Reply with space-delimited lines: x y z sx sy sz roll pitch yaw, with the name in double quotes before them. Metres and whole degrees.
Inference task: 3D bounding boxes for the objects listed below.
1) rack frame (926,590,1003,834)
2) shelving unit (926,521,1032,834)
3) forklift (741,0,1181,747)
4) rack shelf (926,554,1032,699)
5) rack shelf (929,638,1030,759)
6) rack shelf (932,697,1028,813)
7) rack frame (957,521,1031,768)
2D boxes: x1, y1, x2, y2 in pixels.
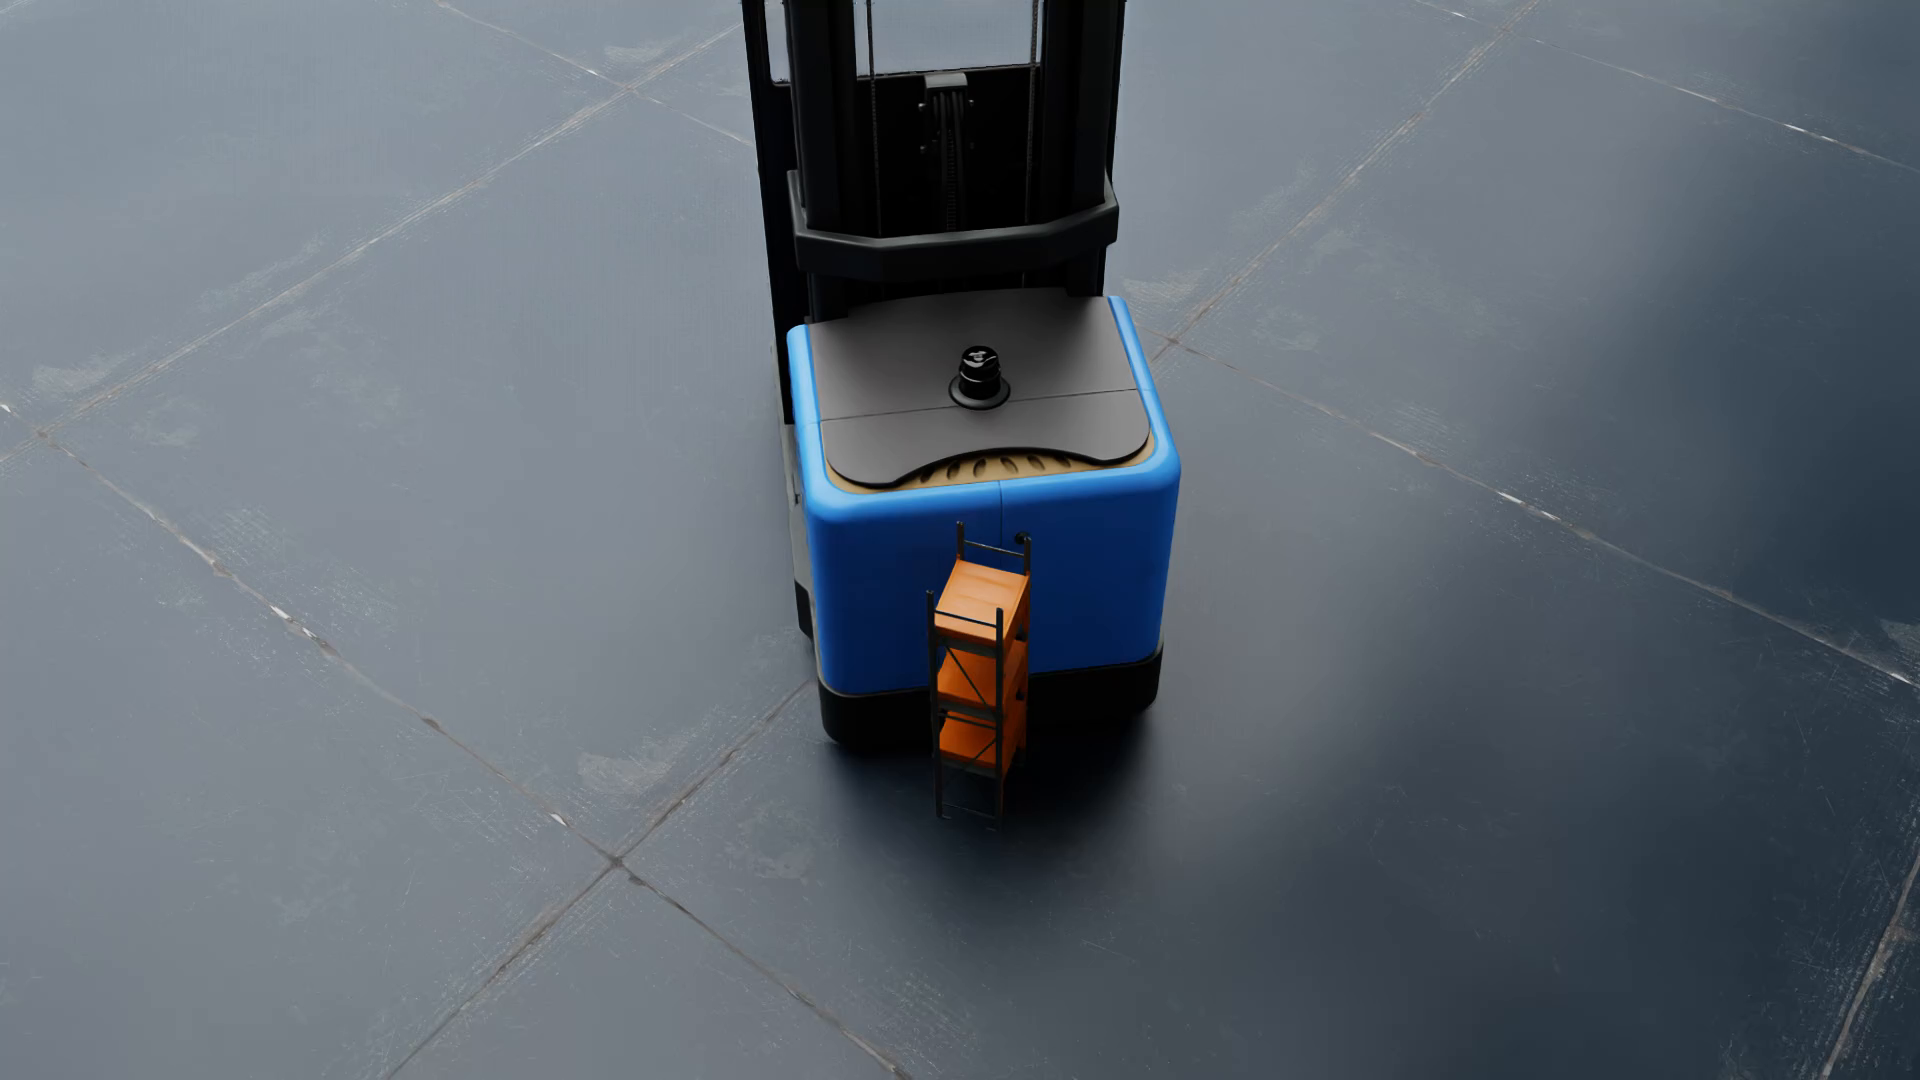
"rack frame" 0.019 0.498 4.549 0.200 1.050 0.008 13 50 12
"shelving unit" 0.057 0.411 4.625 0.215 1.050 0.252 13 50 12
"forklift" -0.110 -1.463 5.121 1.130 2.935 3.031 -6 47 -6
"rack shelf" 0.053 0.230 4.420 0.215 0.259 0.240 13 50 12
"rack shelf" 0.057 0.418 4.633 0.215 0.259 0.240 13 50 12
"rack shelf" 0.061 0.601 4.841 0.215 0.259 0.240 13 50 12
"rack frame" 0.095 0.323 4.701 0.200 1.050 0.008 13 50 12
